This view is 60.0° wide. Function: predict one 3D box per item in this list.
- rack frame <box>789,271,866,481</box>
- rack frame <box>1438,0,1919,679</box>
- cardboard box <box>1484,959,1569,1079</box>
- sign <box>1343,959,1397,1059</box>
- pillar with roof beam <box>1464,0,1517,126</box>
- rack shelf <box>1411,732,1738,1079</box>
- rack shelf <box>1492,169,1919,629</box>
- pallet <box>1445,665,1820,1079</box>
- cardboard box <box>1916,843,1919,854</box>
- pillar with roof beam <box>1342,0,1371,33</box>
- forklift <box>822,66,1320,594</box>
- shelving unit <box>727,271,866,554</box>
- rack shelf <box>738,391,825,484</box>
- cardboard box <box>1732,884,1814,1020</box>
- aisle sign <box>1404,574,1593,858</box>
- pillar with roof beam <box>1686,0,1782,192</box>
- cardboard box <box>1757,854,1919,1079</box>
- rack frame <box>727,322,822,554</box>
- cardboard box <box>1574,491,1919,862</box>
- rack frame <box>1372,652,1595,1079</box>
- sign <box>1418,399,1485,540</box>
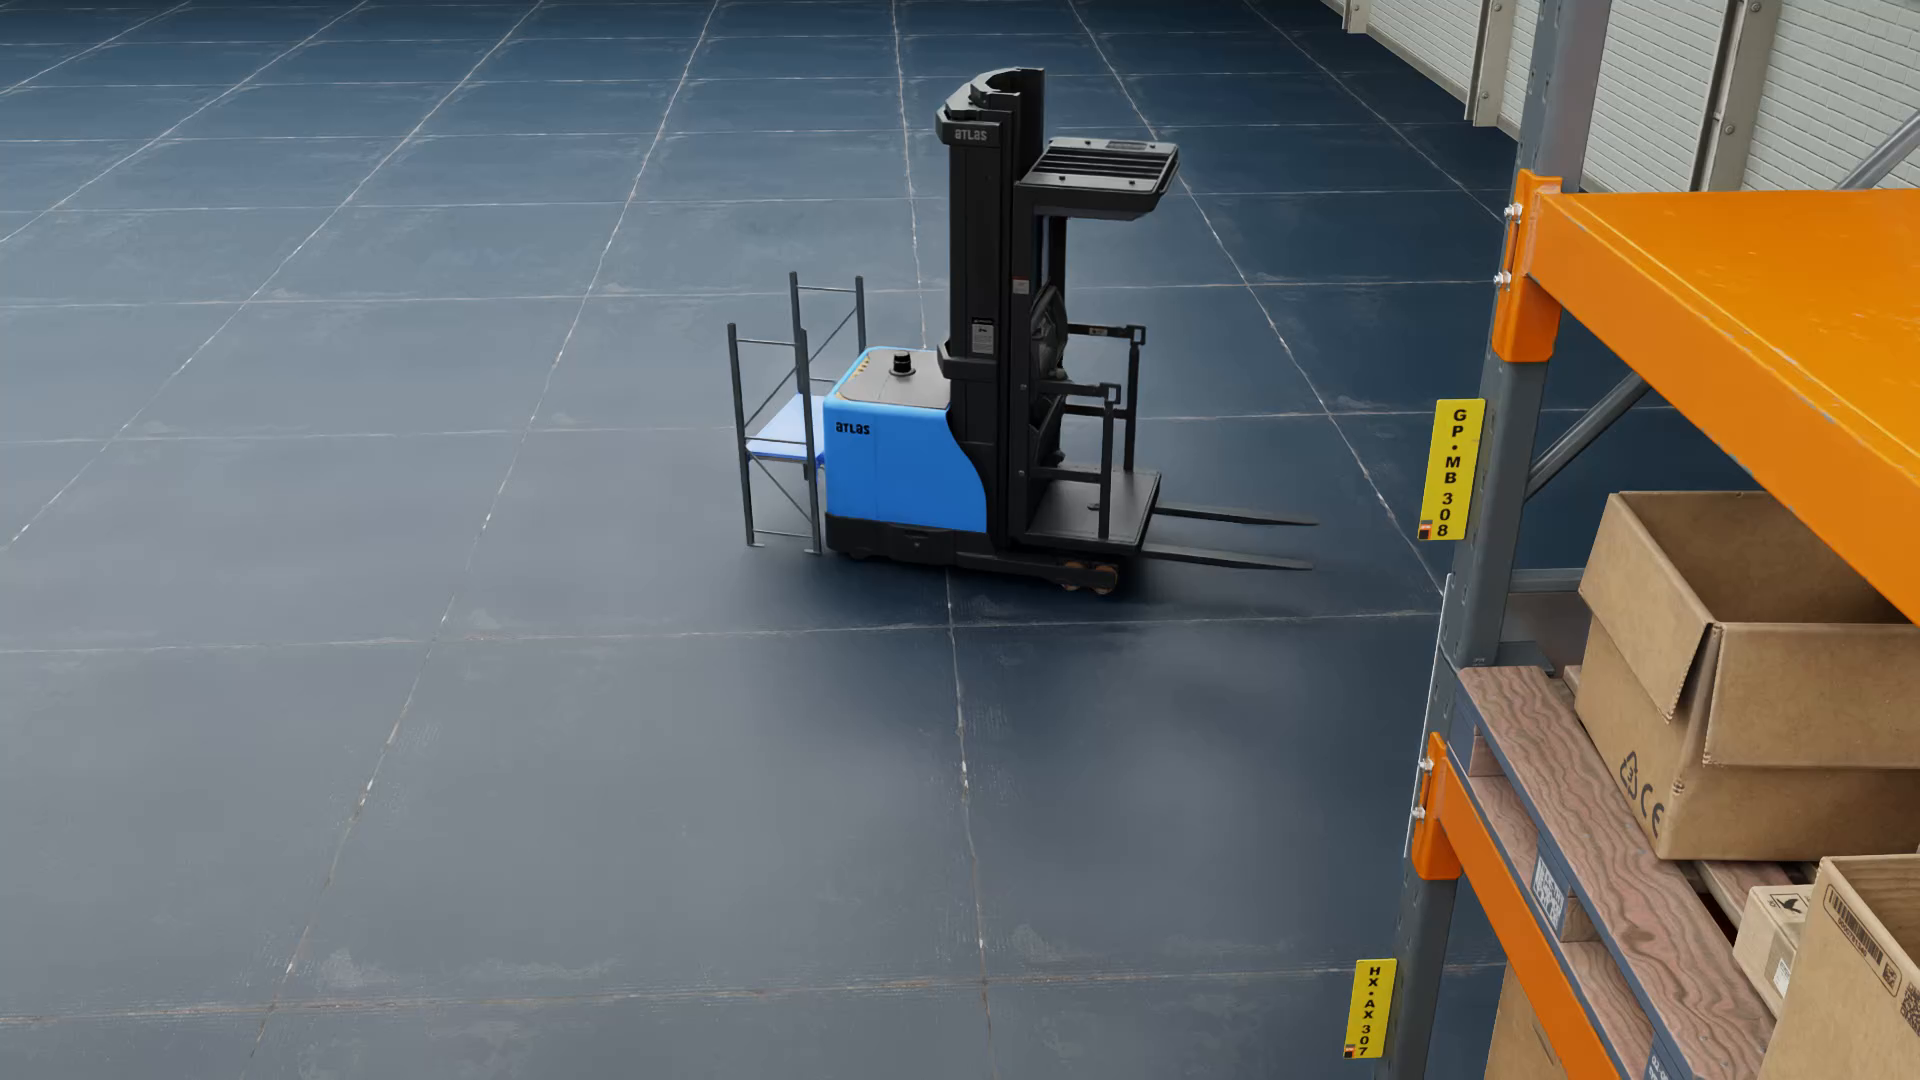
[{"bbox_3d":[-0.856,-1.063,11.153,0.500,1.500,0.032,6,28,15],"label":"rack frame"},{"bbox_3d":[1.591,-1.064,3.059,1.000,3.000,0.127,-1,28,-3],"label":"rack frame"},{"bbox_3d":[1.605,1.217,3.662,0.700,0.500,0.500,-1,28,-2],"label":"cardboard box"},{"bbox_3d":[1.036,1.188,4.207,0.100,0.325,0.005,-1,28,-3],"label":"sign"},{"bbox_3d":[2.199,-9.091,18.450,9.100,9.000,0.400,-1,28,-3],"label":"pillar with roof beam"},{"bbox_3d":[1.695,1.509,2.148,1.077,0.370,4.000,-1,28,-3],"label":"rack shelf"},{"bbox_3d":[1.695,0.356,1.547,1.077,0.370,4.000,-1,28,-3],"label":"rack shelf"},{"bbox_3d":[1.602,0.633,3.145,1.003,0.211,1.213,-1,28,-3],"label":"pallet"},{"bbox_3d":[1.914,0.610,2.650,0.500,0.250,0.500,-1,28,-3],"label":"cardboard box"},{"bbox_3d":[1.886,-11.862,23.763,9.100,9.000,0.400,-1,28,-3],"label":"pillar with roof beam"},{"bbox_3d":[0.723,-1.246,9.969,3.031,2.935,1.130,7,28,12],"label":"forklift"},{"bbox_3d":[-0.999,-0.837,10.720,0.538,1.500,1.048,6,28,15],"label":"shelving unit"},{"bbox_3d":[-0.994,-0.677,10.802,0.538,0.185,1.000,6,28,15],"label":"rack shelf"},{"bbox_3d":[1.476,0.677,2.631,0.380,0.149,0.250,-1,28,-3],"label":"cardboard box"},{"bbox_3d":[1.282,0.421,3.889,0.394,0.787,0.004,-1,28,-3],"label":"aisle sign"},{"bbox_3d":[2.512,-6.320,13.137,9.100,9.000,0.400,-1,28,-3],"label":"pillar with roof beam"},{"bbox_3d":[1.405,0.747,2.116,0.500,0.500,0.500,-1,28,-3],"label":"cardboard box"},{"bbox_3d":[-1.141,-0.612,10.287,0.500,1.500,0.032,6,28,15],"label":"rack frame"},{"bbox_3d":[1.617,0.238,3.090,0.797,0.503,0.637,0,28,1],"label":"cardboard box"},{"bbox_3d":[1.591,1.596,4.446,1.000,3.000,0.127,-1,28,-3],"label":"rack frame"},{"bbox_3d":[1.036,-0.146,3.511,0.100,0.325,0.005,-1,28,-3],"label":"sign"}]
